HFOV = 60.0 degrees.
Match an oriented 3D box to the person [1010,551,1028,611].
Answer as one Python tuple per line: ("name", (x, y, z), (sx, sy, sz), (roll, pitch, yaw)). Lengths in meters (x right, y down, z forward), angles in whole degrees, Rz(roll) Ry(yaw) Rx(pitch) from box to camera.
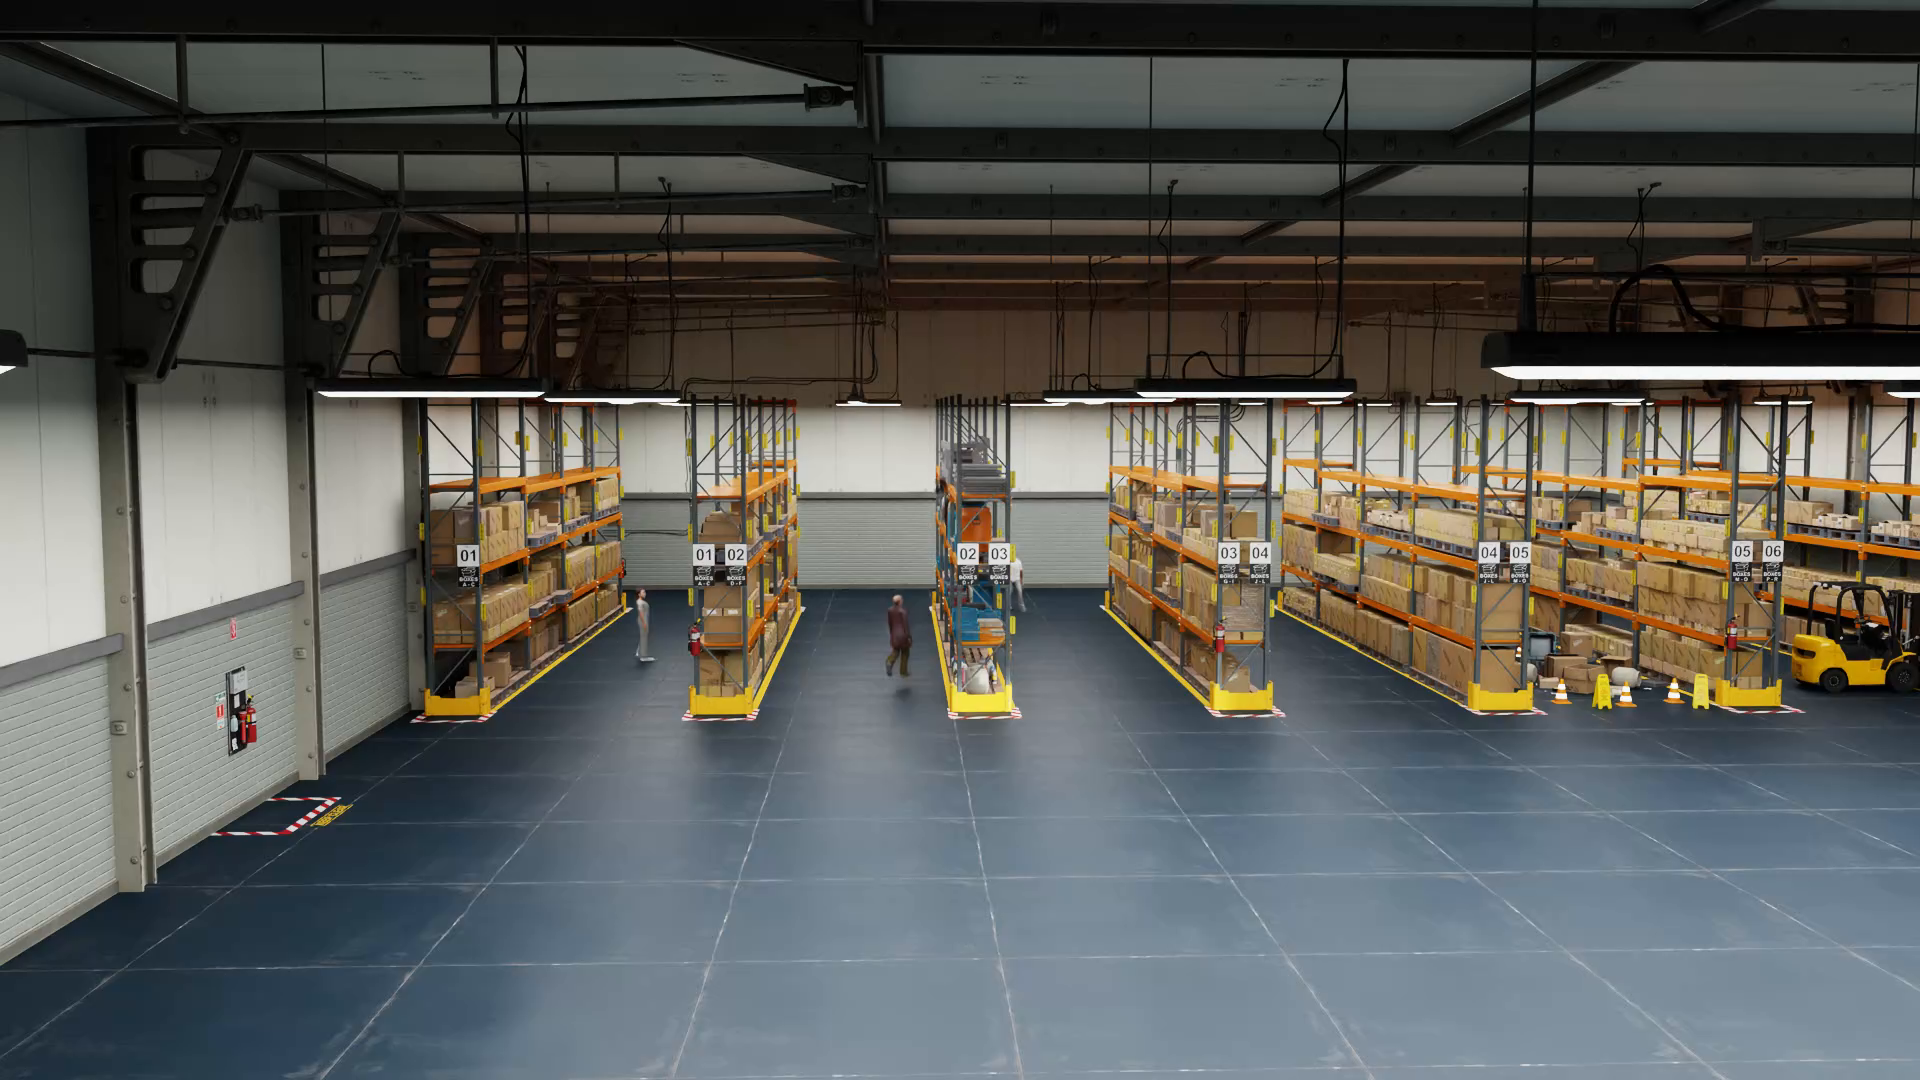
("person", (1.536, 1.133, 47.044), (0.649, 1.716, 0.971), (-2, 5, -20))

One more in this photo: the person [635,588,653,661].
("person", (-7.177, 1.911, 37.781), (0.400, 1.674, 0.491), (-1, 5, -16))

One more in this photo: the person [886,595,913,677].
("person", (-1.292, 2.027, 35.058), (0.585, 1.756, 0.777), (3, 5, 31))
